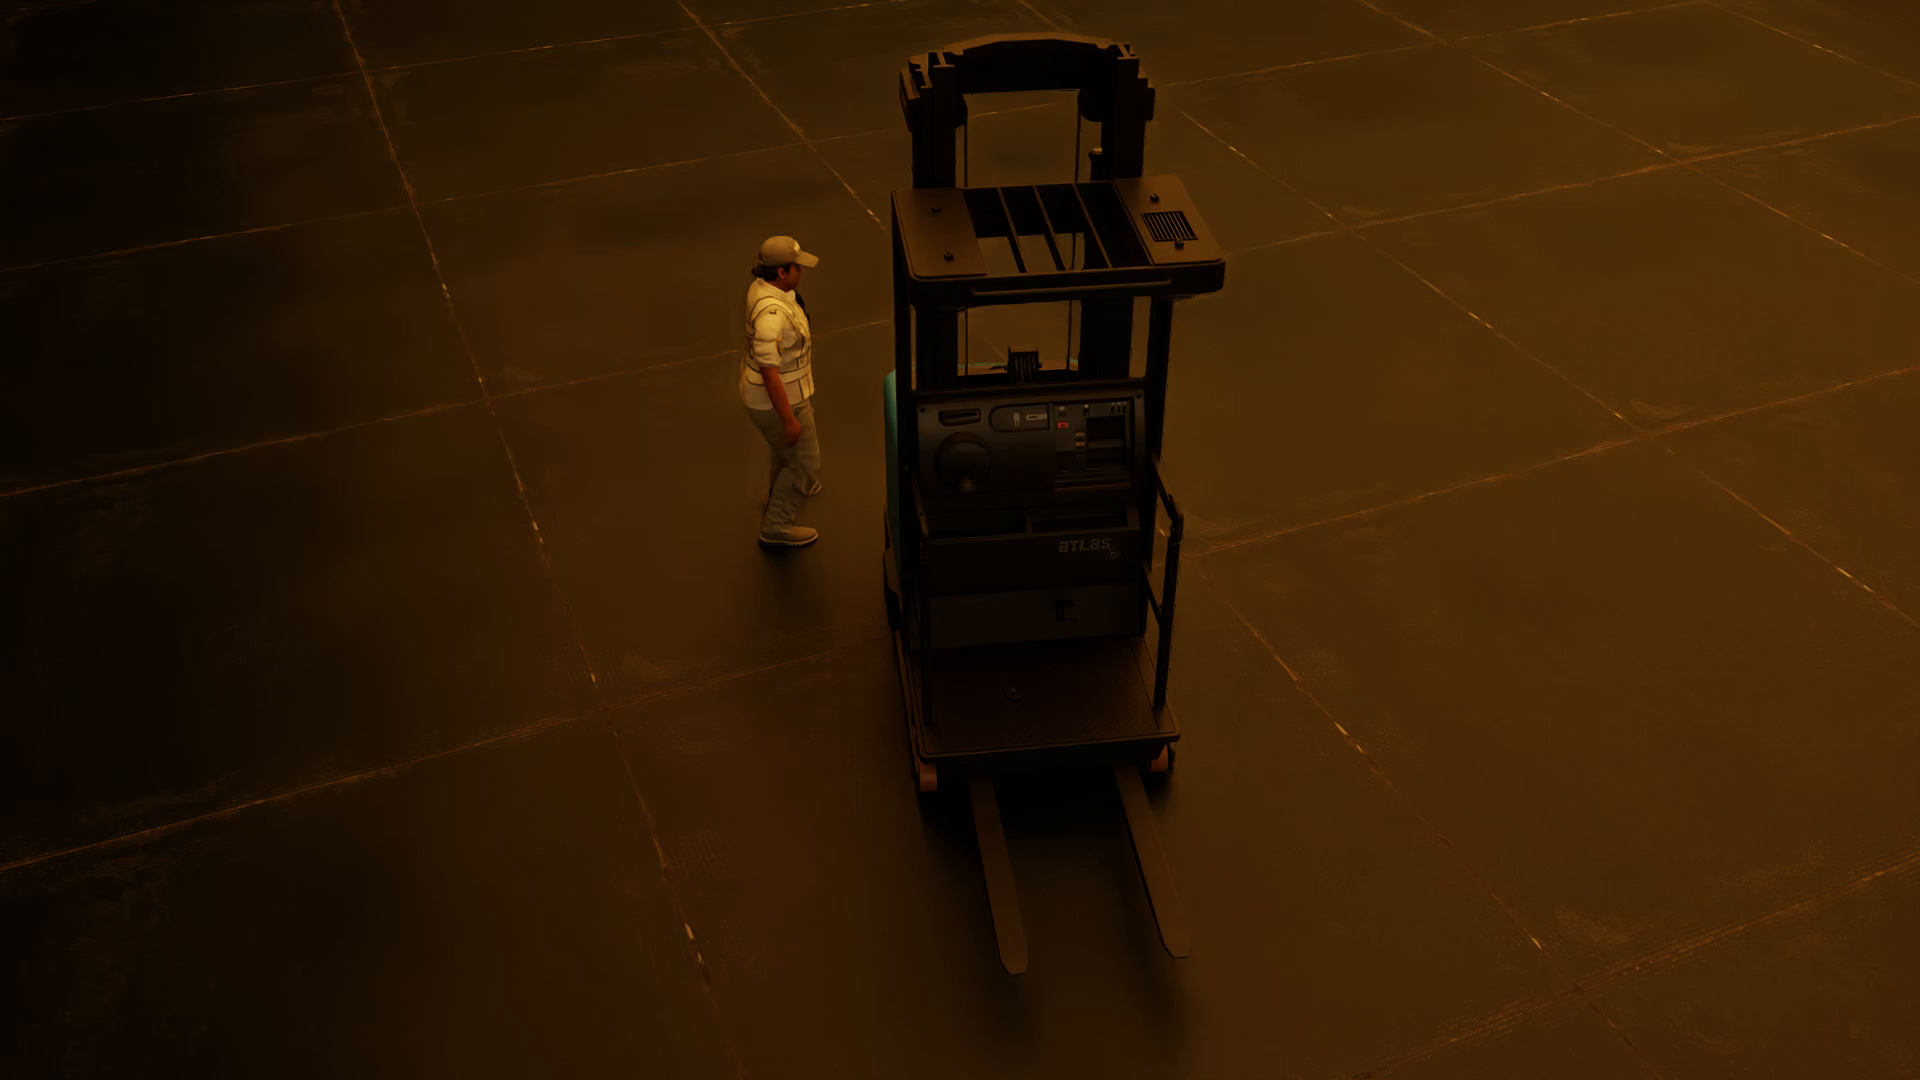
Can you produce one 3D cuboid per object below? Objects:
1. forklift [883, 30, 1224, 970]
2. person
[{"bbox_3d":[0.316,-0.345,6.584,1.130,2.935,3.031,-4,36,-6],"label":"forklift"},{"bbox_3d":[-0.839,-0.751,8.284,0.472,1.619,0.764,-7,36,-10],"label":"person"}]
